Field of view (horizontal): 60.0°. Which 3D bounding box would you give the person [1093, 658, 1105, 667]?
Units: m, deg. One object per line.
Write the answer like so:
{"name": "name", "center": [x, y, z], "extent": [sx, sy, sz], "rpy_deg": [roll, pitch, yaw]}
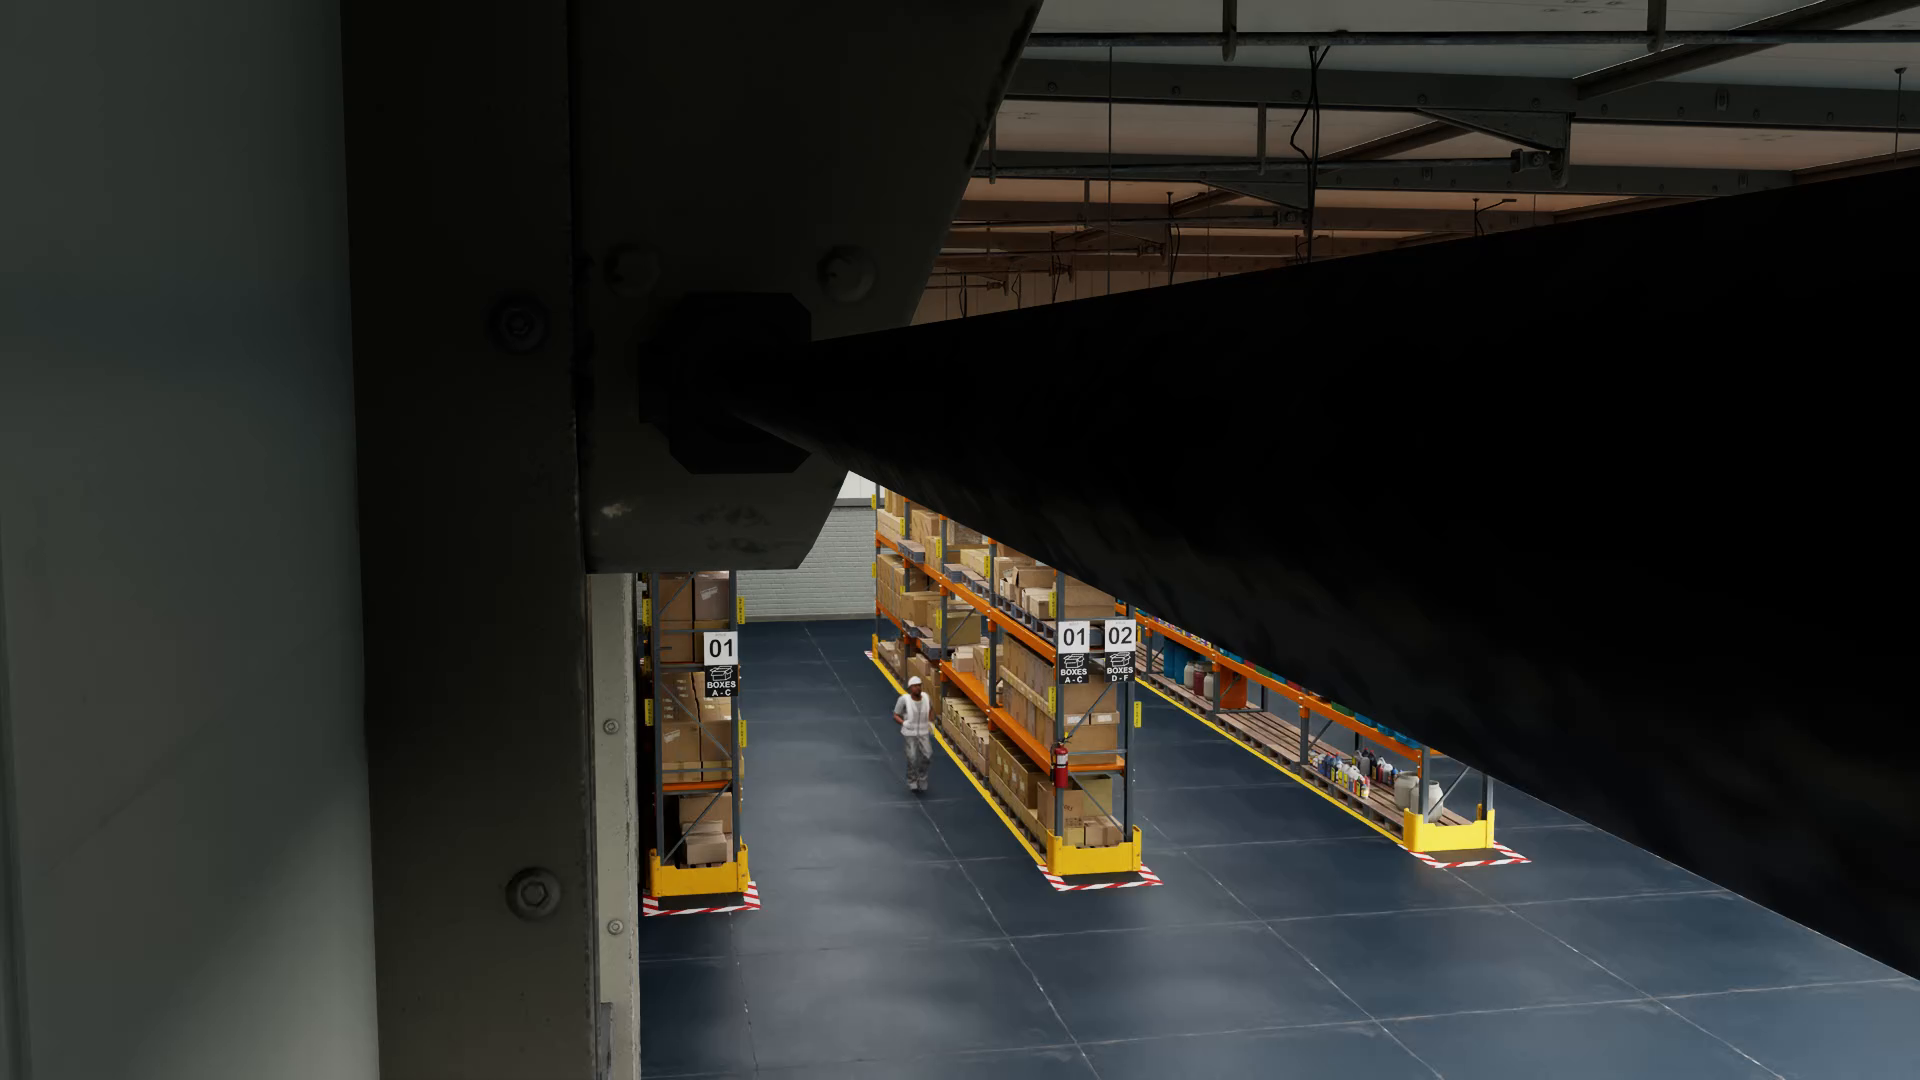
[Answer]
{"name": "person", "center": [2.578, 2.189, 29.359], "extent": [0.710, 1.782, 0.967], "rpy_deg": [-2, 6, -19]}

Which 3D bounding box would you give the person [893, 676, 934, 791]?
{"name": "person", "center": [-0.652, 2.908, 24.808], "extent": [0.681, 1.754, 0.631], "rpy_deg": [-2, 6, -17]}

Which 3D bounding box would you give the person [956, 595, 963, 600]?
{"name": "person", "center": [0.075, 1.733, 37.187], "extent": [0.495, 1.605, 0.645], "rpy_deg": [4, 7, 35]}
